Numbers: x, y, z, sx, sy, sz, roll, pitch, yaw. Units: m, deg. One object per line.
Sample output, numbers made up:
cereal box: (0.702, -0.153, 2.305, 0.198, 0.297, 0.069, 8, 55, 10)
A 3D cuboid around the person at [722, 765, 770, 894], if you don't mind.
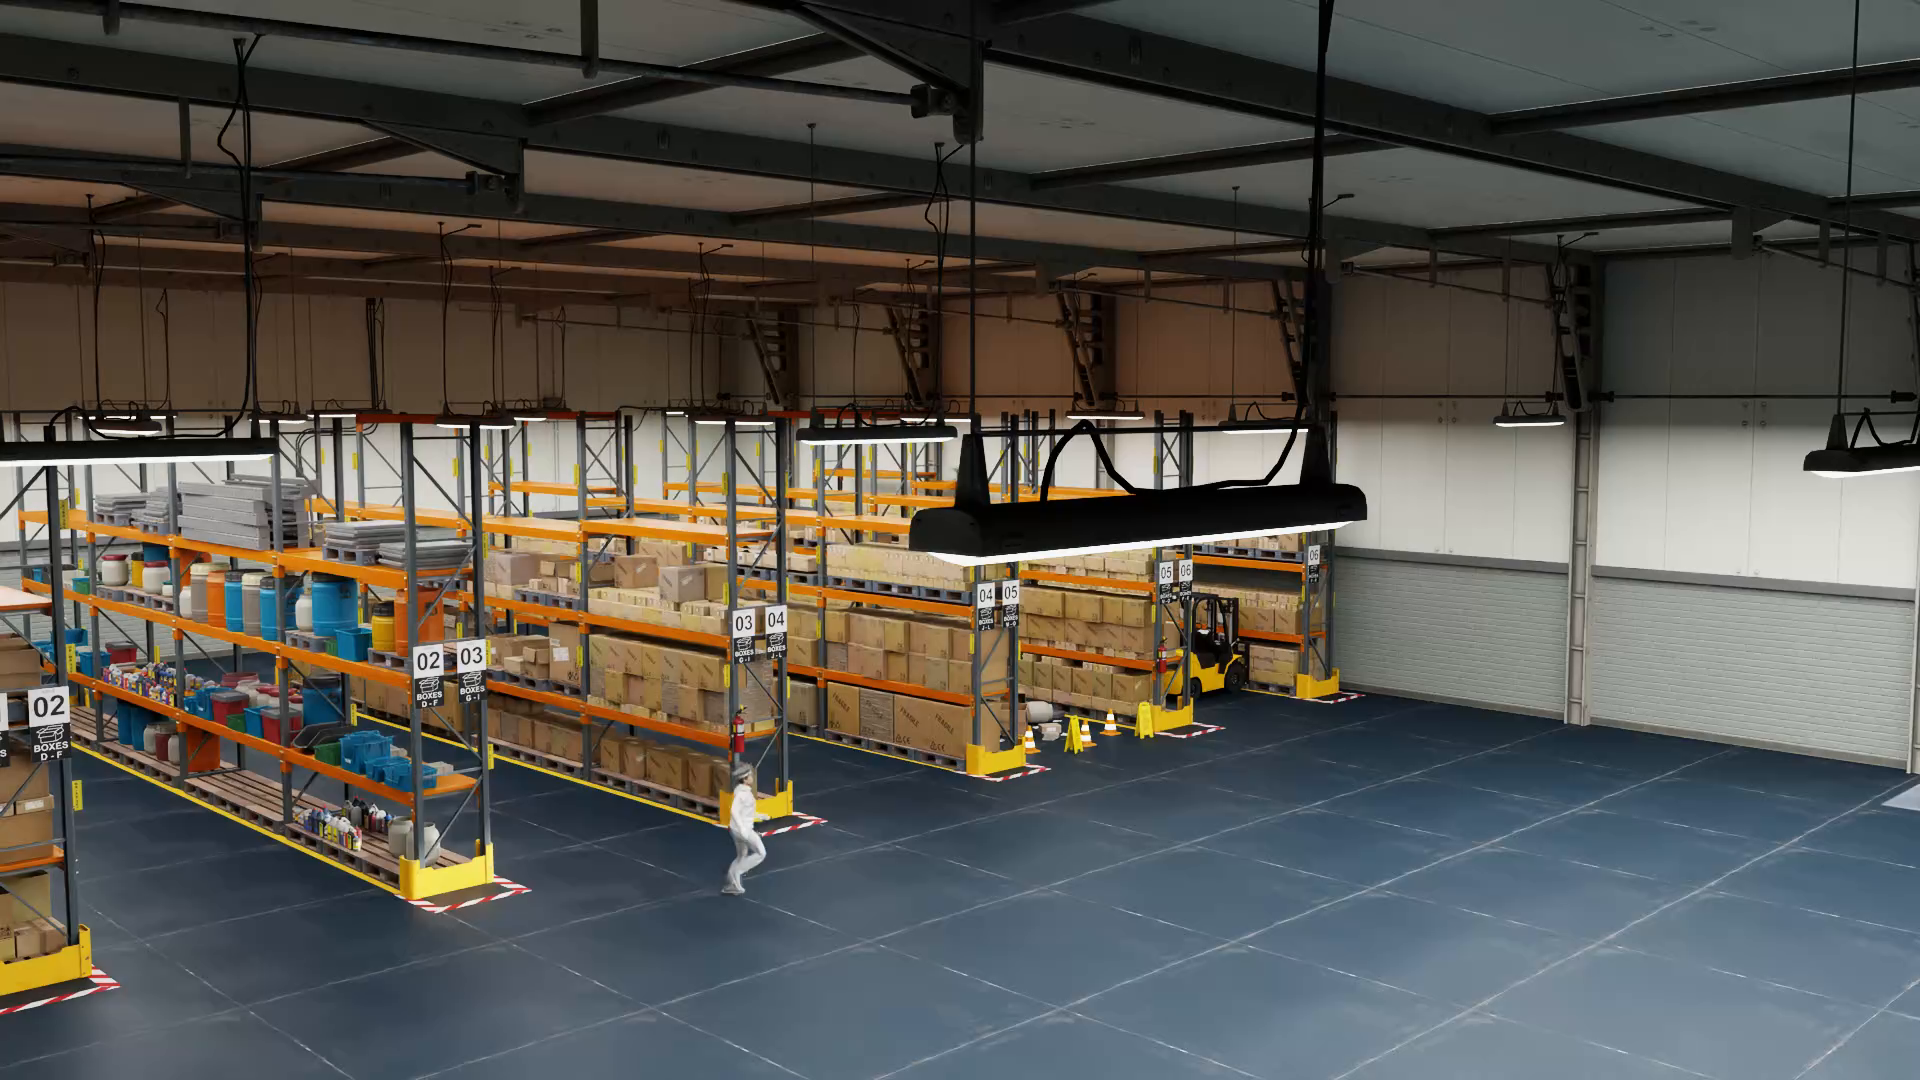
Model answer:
person: (-2.710, 3.669, 21.119, 0.633, 1.645, 0.600, -2, 5, -18)
